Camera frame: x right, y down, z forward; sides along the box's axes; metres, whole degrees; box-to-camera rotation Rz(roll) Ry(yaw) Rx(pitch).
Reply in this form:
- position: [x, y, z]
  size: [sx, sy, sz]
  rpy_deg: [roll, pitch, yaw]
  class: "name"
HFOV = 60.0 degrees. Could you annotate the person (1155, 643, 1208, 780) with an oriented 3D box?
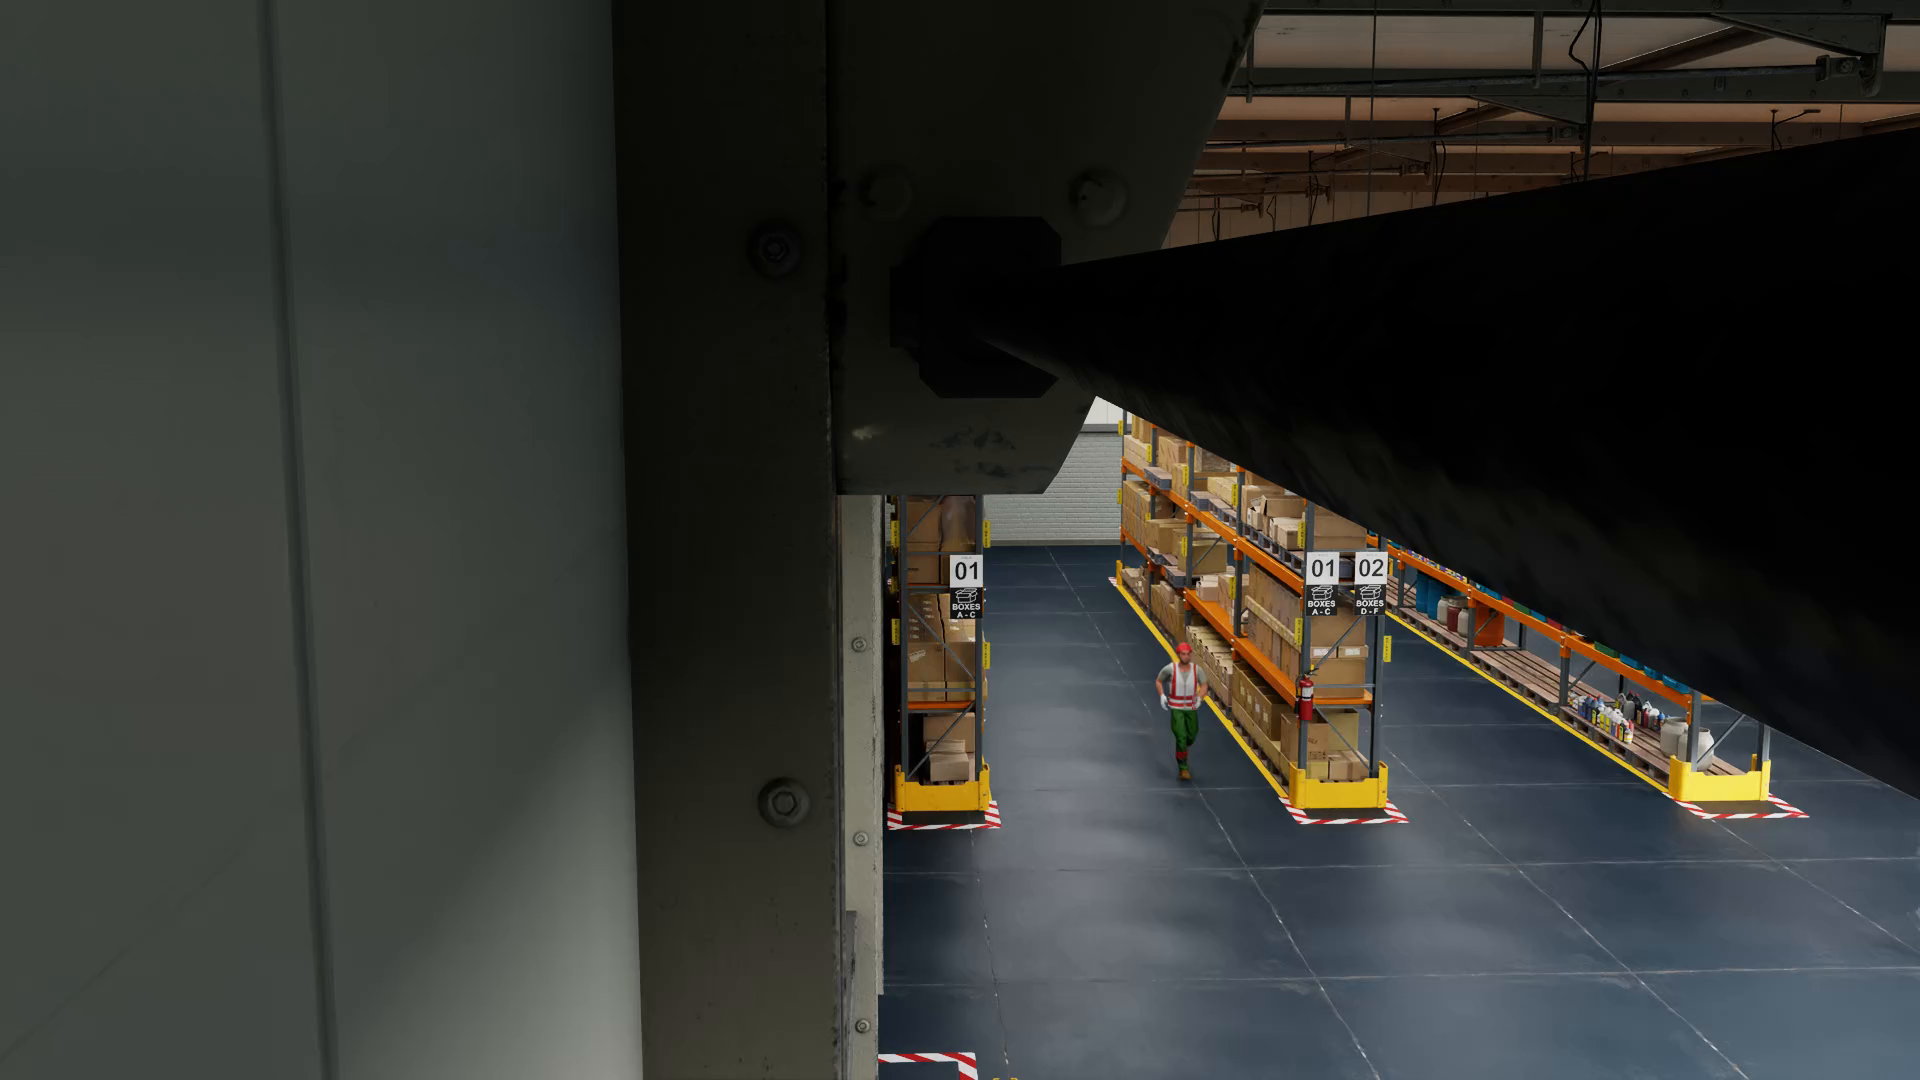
- position: [2.935, 2.220, 21.990]
  size: [0.678, 1.767, 0.766]
  rpy_deg: [-1, 8, -4]
  class: "person"
